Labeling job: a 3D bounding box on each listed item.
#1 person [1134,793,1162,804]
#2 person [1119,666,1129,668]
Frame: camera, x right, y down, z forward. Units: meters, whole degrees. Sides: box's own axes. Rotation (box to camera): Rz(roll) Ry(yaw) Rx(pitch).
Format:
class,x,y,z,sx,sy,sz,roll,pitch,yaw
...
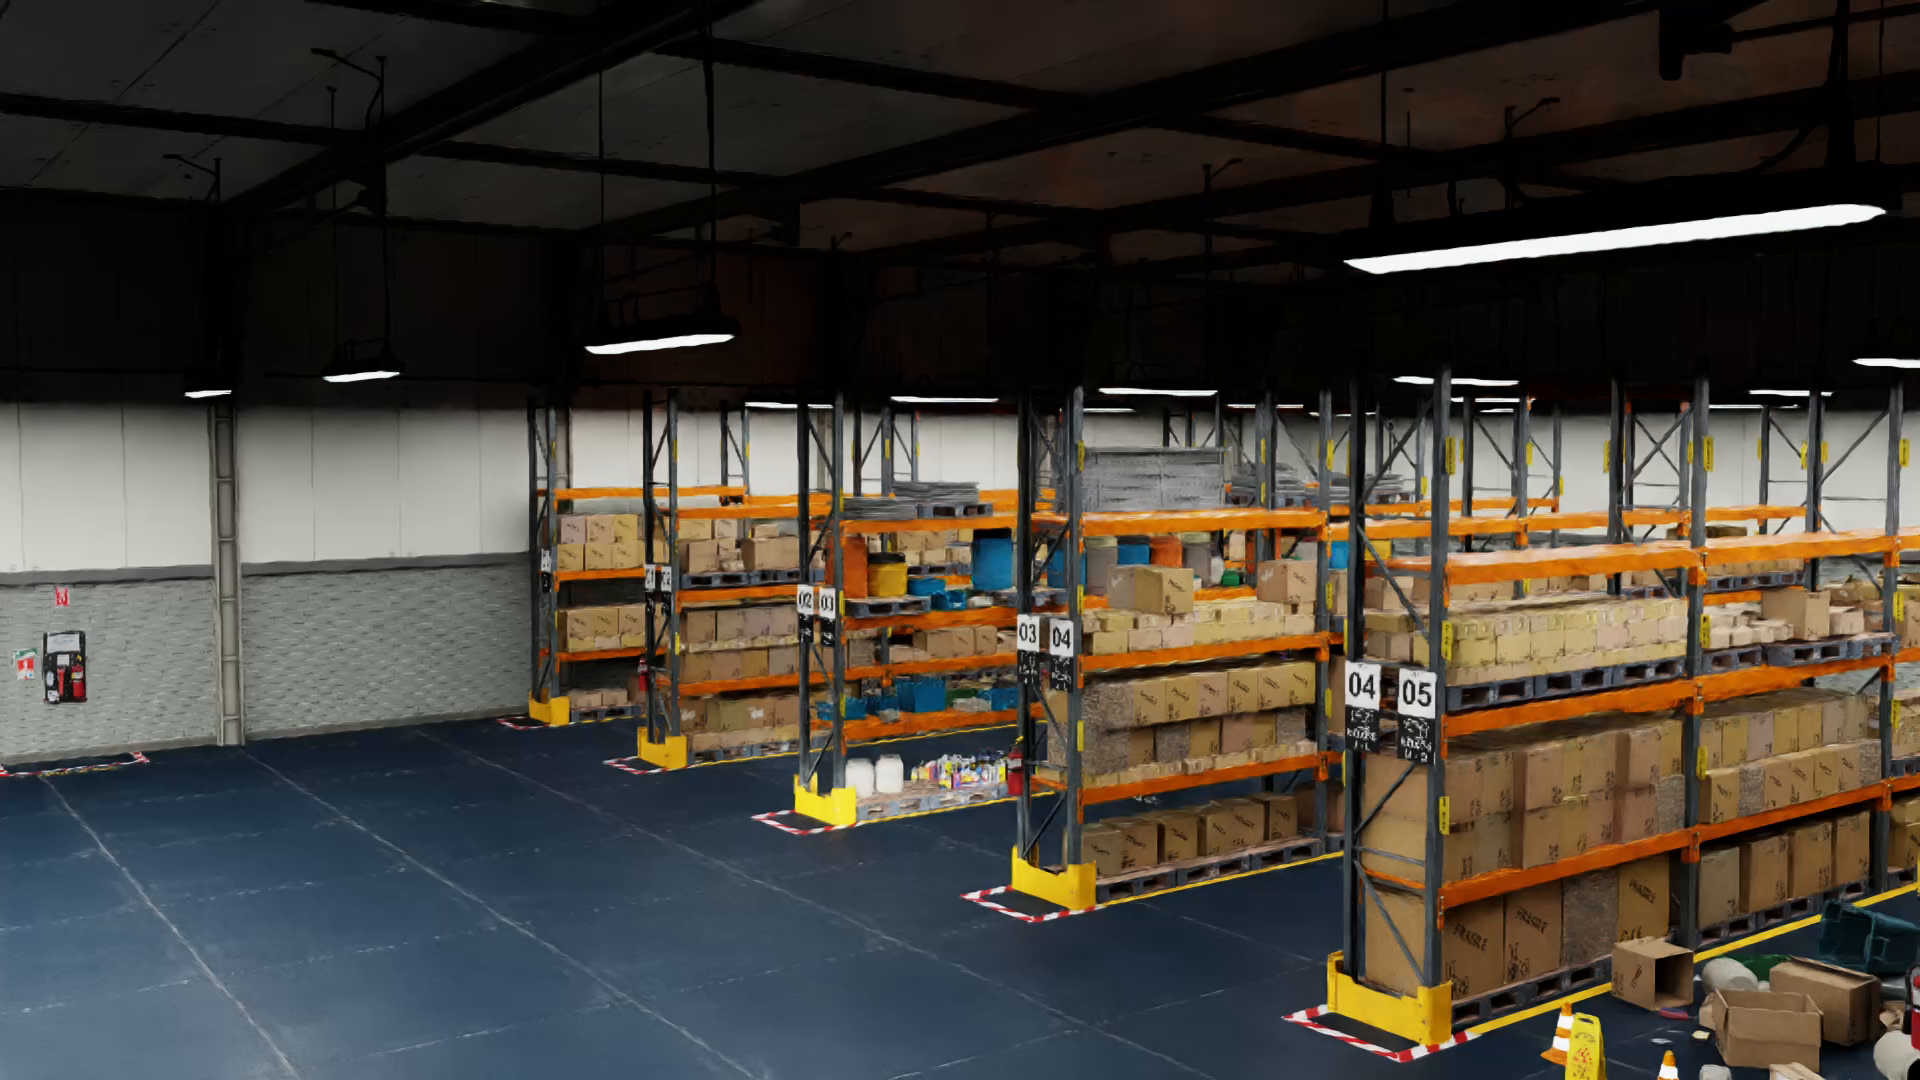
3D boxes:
class,x,y,z,sx,sy,sz,roll,pitch,yaw
person,2.694,2.965,23.719,0.407,1.594,0.458,2,4,24
person,2.860,2.535,29.093,0.462,1.787,0.625,2,4,27
